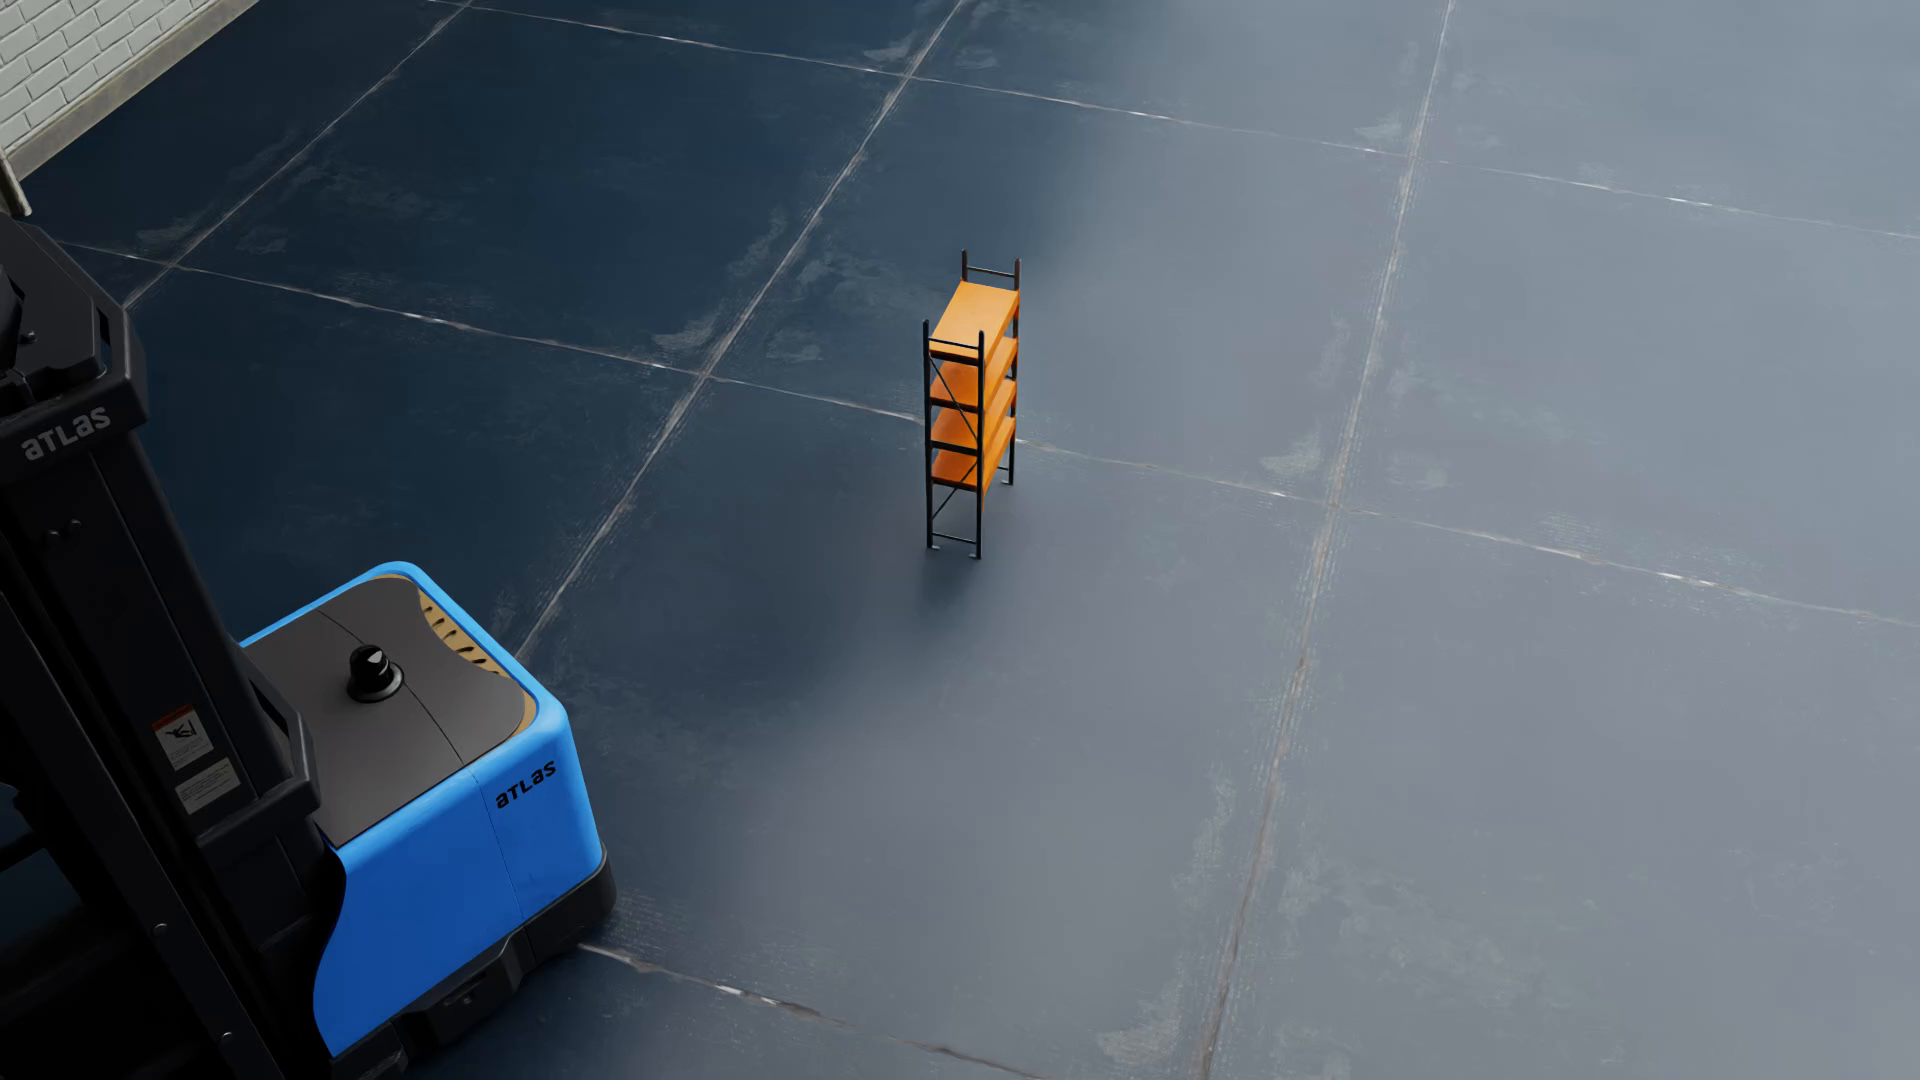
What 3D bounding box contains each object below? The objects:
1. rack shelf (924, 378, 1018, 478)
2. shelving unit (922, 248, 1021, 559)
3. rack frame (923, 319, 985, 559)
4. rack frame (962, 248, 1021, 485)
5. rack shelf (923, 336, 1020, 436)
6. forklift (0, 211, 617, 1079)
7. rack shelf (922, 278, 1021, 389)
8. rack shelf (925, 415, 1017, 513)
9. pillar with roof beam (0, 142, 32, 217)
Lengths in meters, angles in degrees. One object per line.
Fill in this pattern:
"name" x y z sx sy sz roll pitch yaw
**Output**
"rack shelf" 0.050 -0.491 6.889 0.258 0.148 0.480 13 46 12
"shelving unit" 0.050 -0.539 6.842 0.258 1.200 0.503 13 46 12
"rack frame" -0.024 -0.377 6.676 0.240 1.200 0.015 13 46 12
"rack frame" 0.124 -0.702 7.008 0.240 1.200 0.015 13 46 12
"rack shelf" 0.050 -0.651 6.733 0.258 0.148 0.480 13 46 12
"forklift" -2.599 0.725 4.312 3.031 2.935 1.130 -34 54 -30
"rack shelf" 0.050 -0.820 6.567 0.258 0.148 0.480 13 46 12
"rack shelf" 0.050 -0.349 7.028 0.258 0.148 0.480 13 46 12
"pillar with roof beam" -1.097 -3.976 4.778 9.100 9.000 0.400 13 46 13
